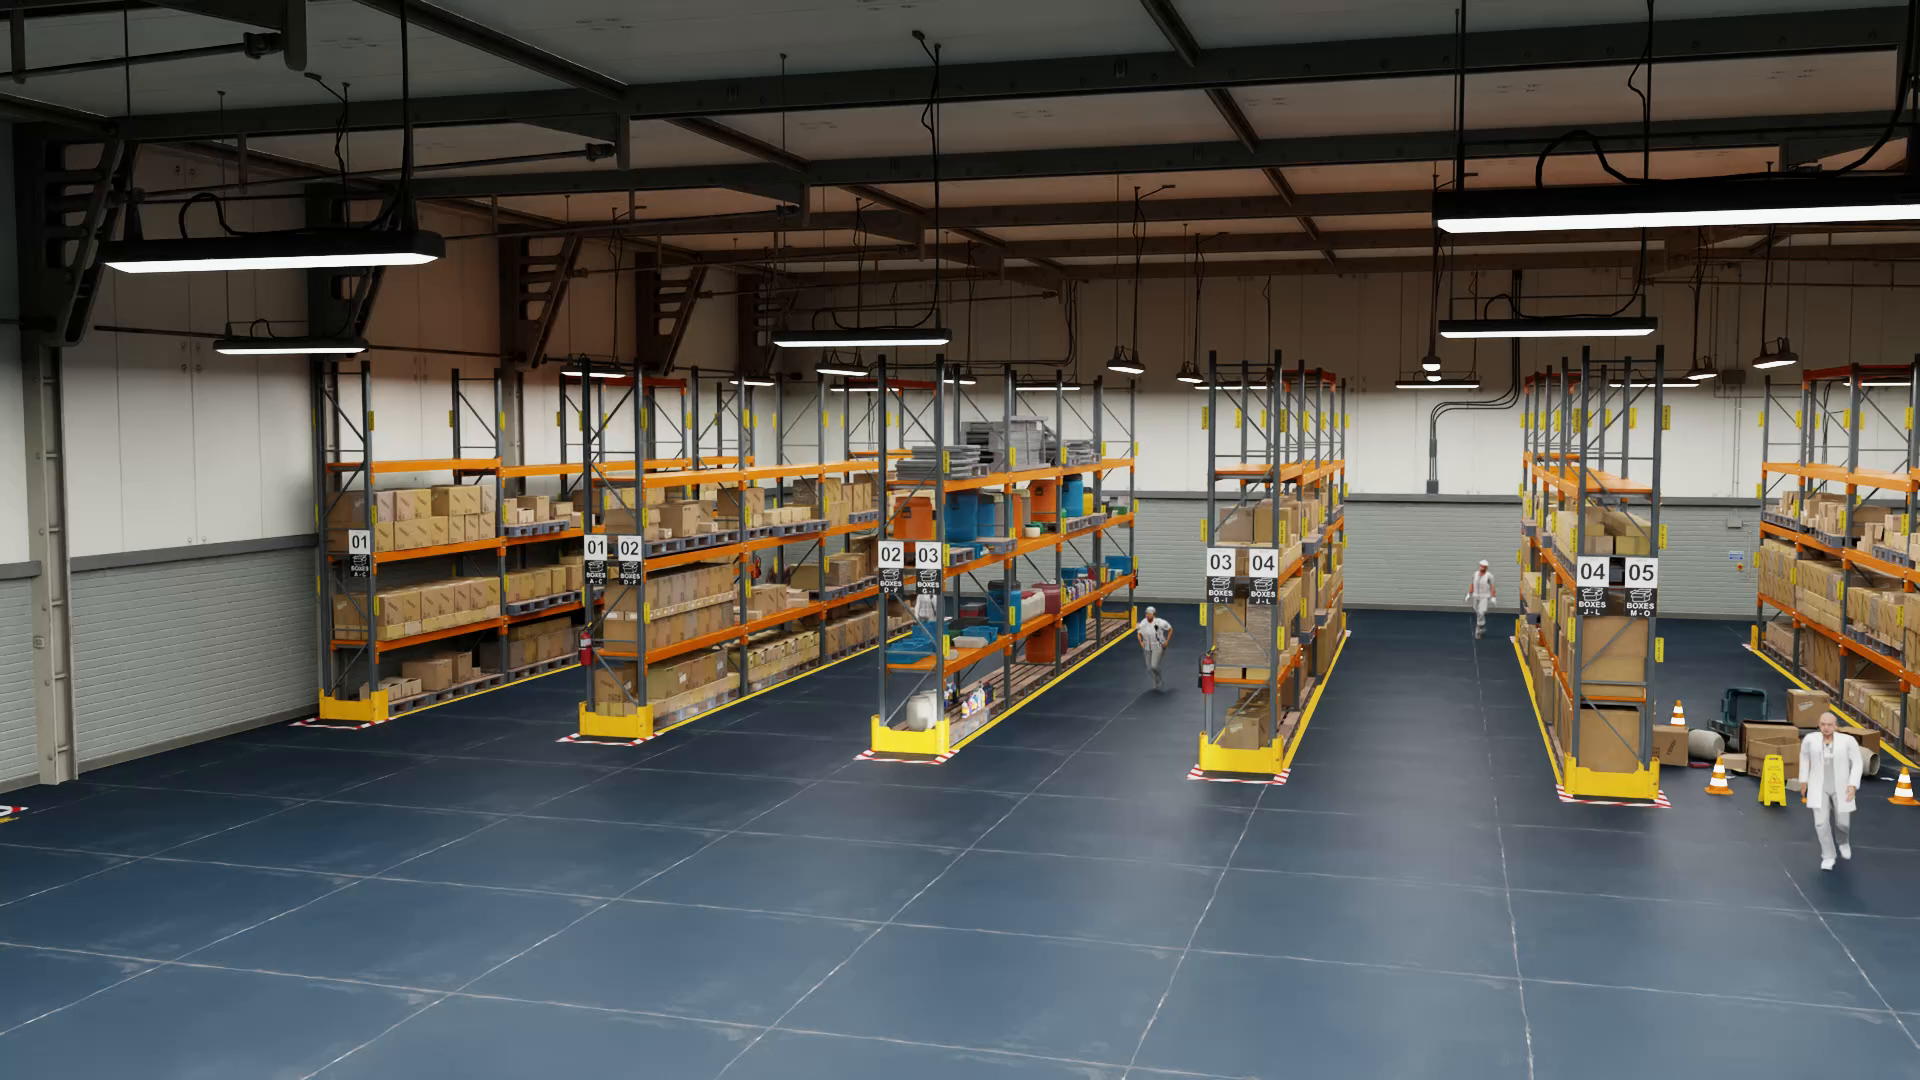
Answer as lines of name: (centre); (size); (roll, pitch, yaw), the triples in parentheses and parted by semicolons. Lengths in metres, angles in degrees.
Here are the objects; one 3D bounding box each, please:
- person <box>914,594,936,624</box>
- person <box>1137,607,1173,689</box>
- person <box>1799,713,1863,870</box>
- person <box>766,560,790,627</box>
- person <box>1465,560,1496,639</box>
person: (-0.702, 1.624, 35.607); (0.494, 1.623, 1.049); (1, 4, 15)
person: (3.626, 2.011, 30.835); (0.646, 1.581, 0.751); (2, 5, 28)
person: (9.835, 2.792, 18.787); (0.641, 1.757, 0.750); (2, 5, 31)
person: (-4.416, 1.236, 40.475); (0.614, 1.716, 1.170); (1, 4, 13)
person: (12.060, 1.371, 38.566); (0.731, 1.820, 0.648); (-4, 6, -44)
